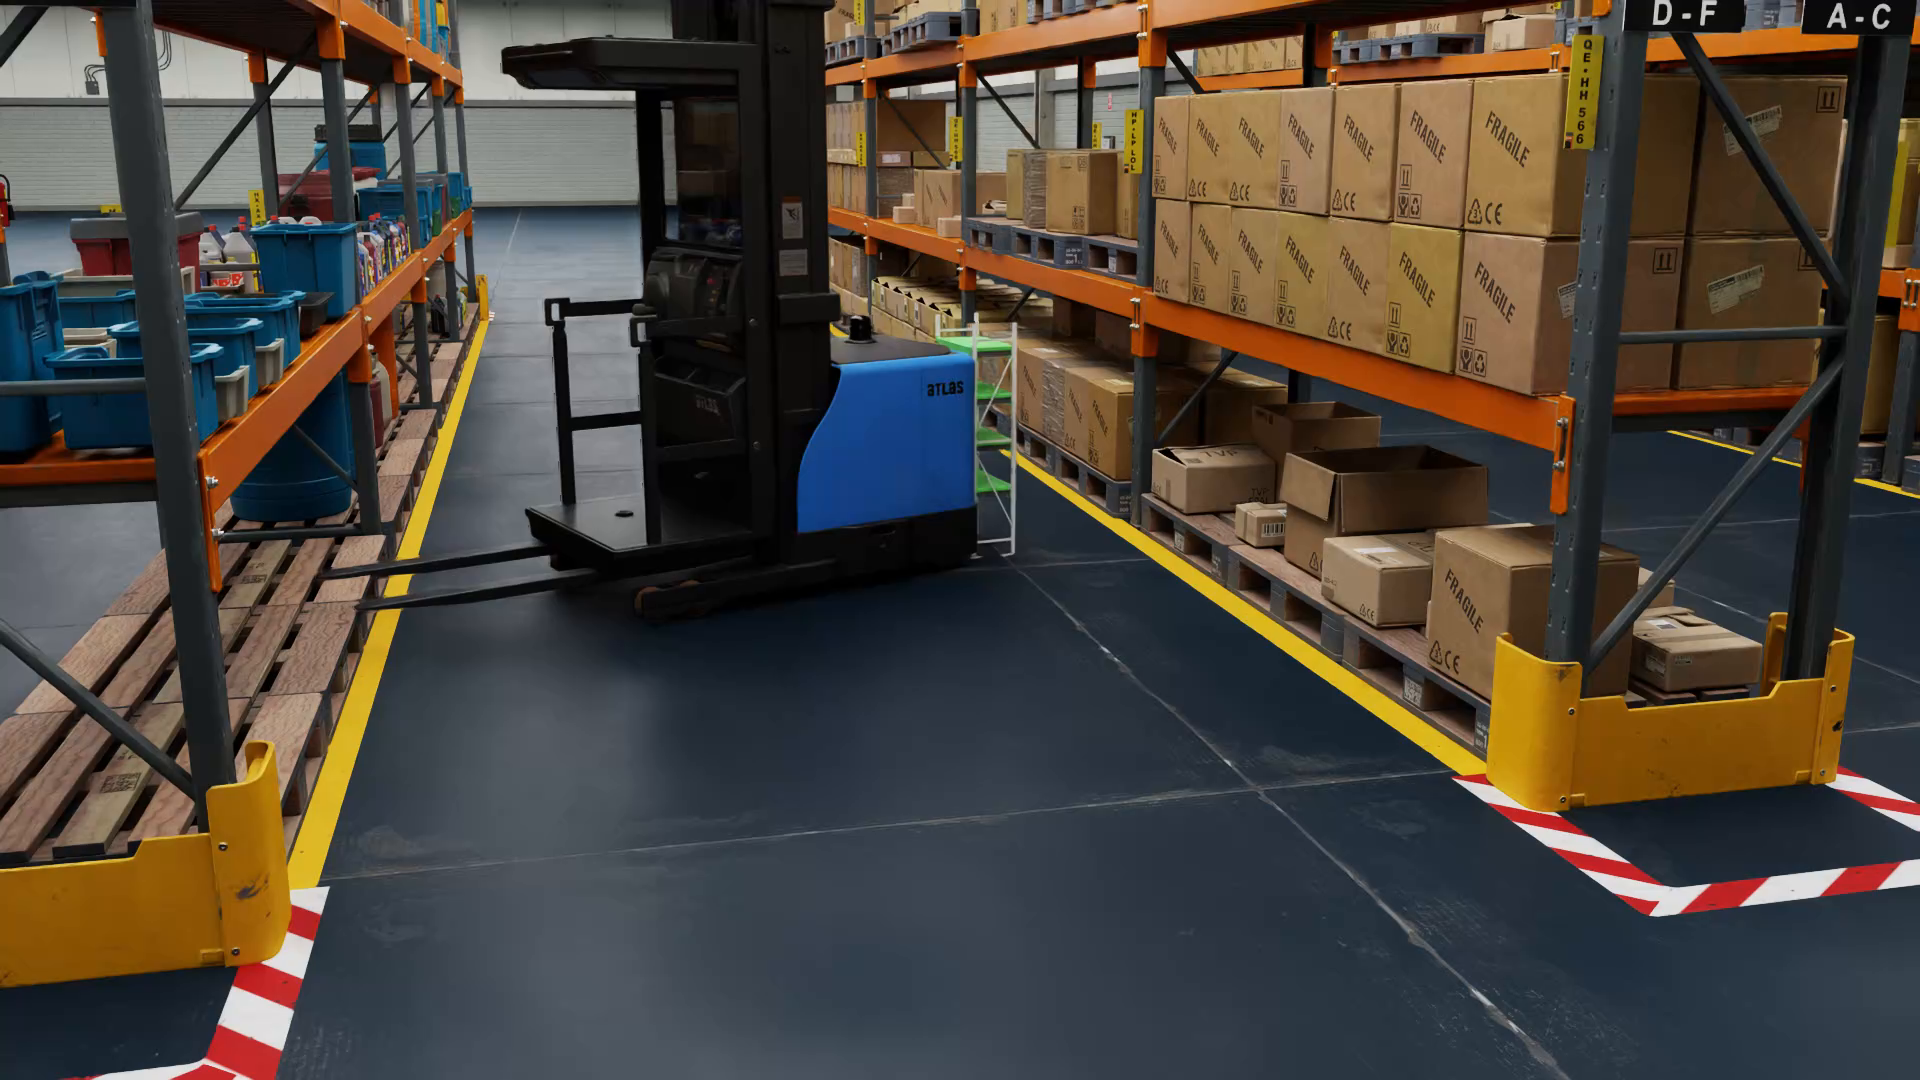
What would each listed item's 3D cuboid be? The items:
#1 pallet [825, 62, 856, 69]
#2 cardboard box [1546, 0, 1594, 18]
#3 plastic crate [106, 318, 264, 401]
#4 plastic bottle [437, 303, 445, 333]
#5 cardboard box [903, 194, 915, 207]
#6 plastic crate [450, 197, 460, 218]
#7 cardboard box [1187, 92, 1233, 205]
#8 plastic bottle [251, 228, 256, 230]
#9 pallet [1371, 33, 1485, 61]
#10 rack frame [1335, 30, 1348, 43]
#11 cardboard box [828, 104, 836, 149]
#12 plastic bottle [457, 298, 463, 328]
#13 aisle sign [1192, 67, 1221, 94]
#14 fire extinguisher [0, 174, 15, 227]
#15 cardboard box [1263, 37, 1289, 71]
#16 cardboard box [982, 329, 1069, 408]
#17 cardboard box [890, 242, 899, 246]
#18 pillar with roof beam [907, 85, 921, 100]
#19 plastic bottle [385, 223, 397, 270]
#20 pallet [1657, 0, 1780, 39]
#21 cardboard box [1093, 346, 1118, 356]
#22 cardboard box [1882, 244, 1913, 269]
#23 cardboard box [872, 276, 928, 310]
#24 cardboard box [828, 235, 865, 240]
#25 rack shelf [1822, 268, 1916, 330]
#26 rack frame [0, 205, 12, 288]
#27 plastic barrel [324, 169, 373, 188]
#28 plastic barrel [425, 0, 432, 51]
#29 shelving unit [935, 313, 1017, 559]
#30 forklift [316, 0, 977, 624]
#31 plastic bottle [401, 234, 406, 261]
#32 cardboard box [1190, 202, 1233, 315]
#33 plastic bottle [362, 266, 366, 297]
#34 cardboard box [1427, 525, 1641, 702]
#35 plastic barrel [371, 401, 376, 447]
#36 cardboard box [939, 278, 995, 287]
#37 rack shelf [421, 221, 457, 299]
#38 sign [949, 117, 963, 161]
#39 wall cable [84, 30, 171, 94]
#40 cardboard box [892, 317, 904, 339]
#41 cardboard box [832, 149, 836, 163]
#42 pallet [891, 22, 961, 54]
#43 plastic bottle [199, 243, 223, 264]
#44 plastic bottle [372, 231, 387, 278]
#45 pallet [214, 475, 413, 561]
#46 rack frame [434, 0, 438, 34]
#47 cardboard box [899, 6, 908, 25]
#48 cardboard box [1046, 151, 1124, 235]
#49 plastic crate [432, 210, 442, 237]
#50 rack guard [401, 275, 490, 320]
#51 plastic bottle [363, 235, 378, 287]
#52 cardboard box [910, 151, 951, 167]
[{"bbox_3d":[-1.229,-5.574,19.288,1.003,0.211,1.213,-3,14,-13],"label":"pallet"},{"bbox_3d":[5.378,-4.450,14.249,0.500,0.500,0.500,-3,14,-13],"label":"cardboard box"},{"bbox_3d":[-2.320,-0.533,5.015,0.416,0.233,0.300,-3,14,-13],"label":"plastic crate"},{"bbox_3d":[-5.101,-2.185,16.348,0.061,0.283,0.133,-3,14,-13],"label":"plastic bottle"},{"bbox_3d":[-0.272,-3.218,16.093,0.500,0.250,0.500,-2,14,-10],"label":"cardboard box"},{"bbox_3d":[-5.290,-3.352,16.775,0.450,0.188,0.662,-3,14,-13],"label":"plastic crate"},{"bbox_3d":[1.407,-1.847,7.849,0.500,0.500,0.500,-4,14,-15],"label":"cardboard box"},{"bbox_3d":[-4.193,-1.706,9.849,0.152,0.276,0.135,-3,14,-13],"label":"plastic bottle"},{"bbox_3d":[4.672,-4.657,15.744,1.213,0.211,1.003,-3,14,-13],"label":"pallet"},{"bbox_3d":[4.384,-6.593,16.951,1.000,3.000,0.127,-3,14,-13],"label":"rack frame"},{"bbox_3d":[-1.131,-4.761,19.152,0.700,0.500,0.500,-4,14,-15],"label":"cardboard box"},{"bbox_3d":[-5.077,-2.306,16.700,0.144,0.351,0.185,-4,14,-16],"label":"plastic bottle"},{"bbox_3d":[3.136,-5.864,21.131,0.394,0.787,0.004,-3,14,-13],"label":"aisle sign"},{"bbox_3d":[-10.579,-3.788,18.273,0.296,0.674,0.183,-3,14,-13],"label":"fire extinguisher"},{"bbox_3d":[3.752,-5.540,18.709,0.500,0.500,0.500,-4,14,-15],"label":"cardboard box"},{"bbox_3d":[0.467,-1.237,12.009,0.500,0.500,0.500,-4,14,-15],"label":"cardboard box"},{"bbox_3d":[-0.470,-2.989,18.171,0.500,0.500,0.500,-3,14,-13],"label":"cardboard box"},{"bbox_3d":[-5.371,-12.699,41.945,9.100,9.000,0.400,-3,14,-13],"label":"pillar with roof beam"},{"bbox_3d":[-3.529,-1.814,10.276,0.061,0.283,0.133,-3,14,-13],"label":"plastic bottle"},{"bbox_3d":[5.792,-3.718,11.902,1.003,0.211,1.213,-3,14,-11],"label":"pallet"},{"bbox_3d":[1.207,-1.035,11.185,0.500,0.500,0.500,-4,14,-15],"label":"cardboard box"},{"bbox_3d":[5.908,-1.783,10.391,0.380,0.149,0.250,-3,14,-13],"label":"cardboard box"},{"bbox_3d":[-0.575,-2.433,16.293,0.500,0.311,0.500,-3,14,-13],"label":"cardboard box"},{"bbox_3d":[-1.341,-3.306,19.465,0.500,0.500,0.500,-3,14,-13],"label":"cardboard box"},{"bbox_3d":[5.793,-1.945,12.083,1.077,0.370,4.000,-3,14,-13],"label":"rack shelf"},{"bbox_3d":[-11.000,-3.773,18.050,1.000,3.000,0.127,-3,14,-13],"label":"rack frame"},{"bbox_3d":[-5.062,-2.790,13.741,0.433,0.535,0.433,0,14,0],"label":"plastic barrel"},{"bbox_3d":[-4.762,-4.571,13.939,0.600,0.901,0.600,0,14,0],"label":"plastic barrel"},{"bbox_3d":[0.079,-0.552,8.658,0.258,1.200,0.503,-6,15,-22],"label":"shelving unit"},{"bbox_3d":[-1.416,-1.192,7.630,3.031,2.935,1.130,-9,17,-33],"label":"forklift"},{"bbox_3d":[-3.733,-1.957,11.034,0.097,0.201,0.097,0,14,0],"label":"plastic bottle"},{"bbox_3d":[1.427,-1.354,7.938,0.500,0.500,0.500,-3,14,-12],"label":"cardboard box"},{"bbox_3d":[-3.115,-1.349,8.547,0.097,0.201,0.097,0,14,0],"label":"plastic bottle"},{"bbox_3d":[2.021,0.256,5.900,0.500,0.500,0.500,-3,14,-13],"label":"cardboard box"},{"bbox_3d":[-3.690,-0.701,9.834,0.421,0.512,0.421,0,14,0],"label":"plastic barrel"},{"bbox_3d":[0.072,-2.345,15.933,0.500,0.311,0.500,-3,14,-12],"label":"cardboard box"},{"bbox_3d":[-4.776,-2.315,13.600,1.077,0.370,4.000,-3,14,-13],"label":"rack shelf"},{"bbox_3d":[-0.030,-3.010,12.486,0.100,0.325,0.005,-3,14,-13],"label":"sign"},{"bbox_3d":[-23.390,-15.498,46.237,2.305,6.003,0.169,-3,14,-13],"label":"wall cable"},{"bbox_3d":[-0.333,-1.926,15.397,0.500,0.250,0.500,-4,14,-15],"label":"cardboard box"},{"bbox_3d":[-1.243,-4.347,18.824,0.380,0.149,0.250,-4,14,-15],"label":"cardboard box"},{"bbox_3d":[-0.003,-4.254,14.095,1.003,0.211,1.213,-3,14,-11],"label":"pallet"},{"bbox_3d":[-3.860,-1.378,8.507,0.152,0.276,0.135,-3,14,-13],"label":"plastic bottle"},{"bbox_3d":[-3.401,-1.664,9.689,0.097,0.271,0.097,0,14,0],"label":"plastic bottle"},{"bbox_3d":[-3.508,-0.106,8.918,1.003,0.211,1.213,-3,14,-13],"label":"pallet"},{"bbox_3d":[-5.246,-6.041,14.691,1.000,3.000,0.127,-3,14,-13],"label":"rack frame"},{"bbox_3d":[-0.295,-4.847,15.558,0.500,0.250,0.500,-2,14,-7],"label":"cardboard box"},{"bbox_3d":[0.974,-2.213,10.568,0.700,0.500,0.500,-7,16,-27],"label":"cardboard box"},{"bbox_3d":[-4.563,-2.637,13.848,0.450,0.188,0.662,-3,14,-13],"label":"plastic crate"},{"bbox_3d":[-6.122,-2.820,19.416,1.175,0.500,0.348,-3,14,-13],"label":"rack guard"},{"bbox_3d":[-3.247,-1.537,9.145,0.061,0.283,0.133,-3,14,-13],"label":"plastic bottle"},{"bbox_3d":[-0.305,-3.838,16.739,0.380,0.149,0.250,-3,14,-13],"label":"cardboard box"}]
